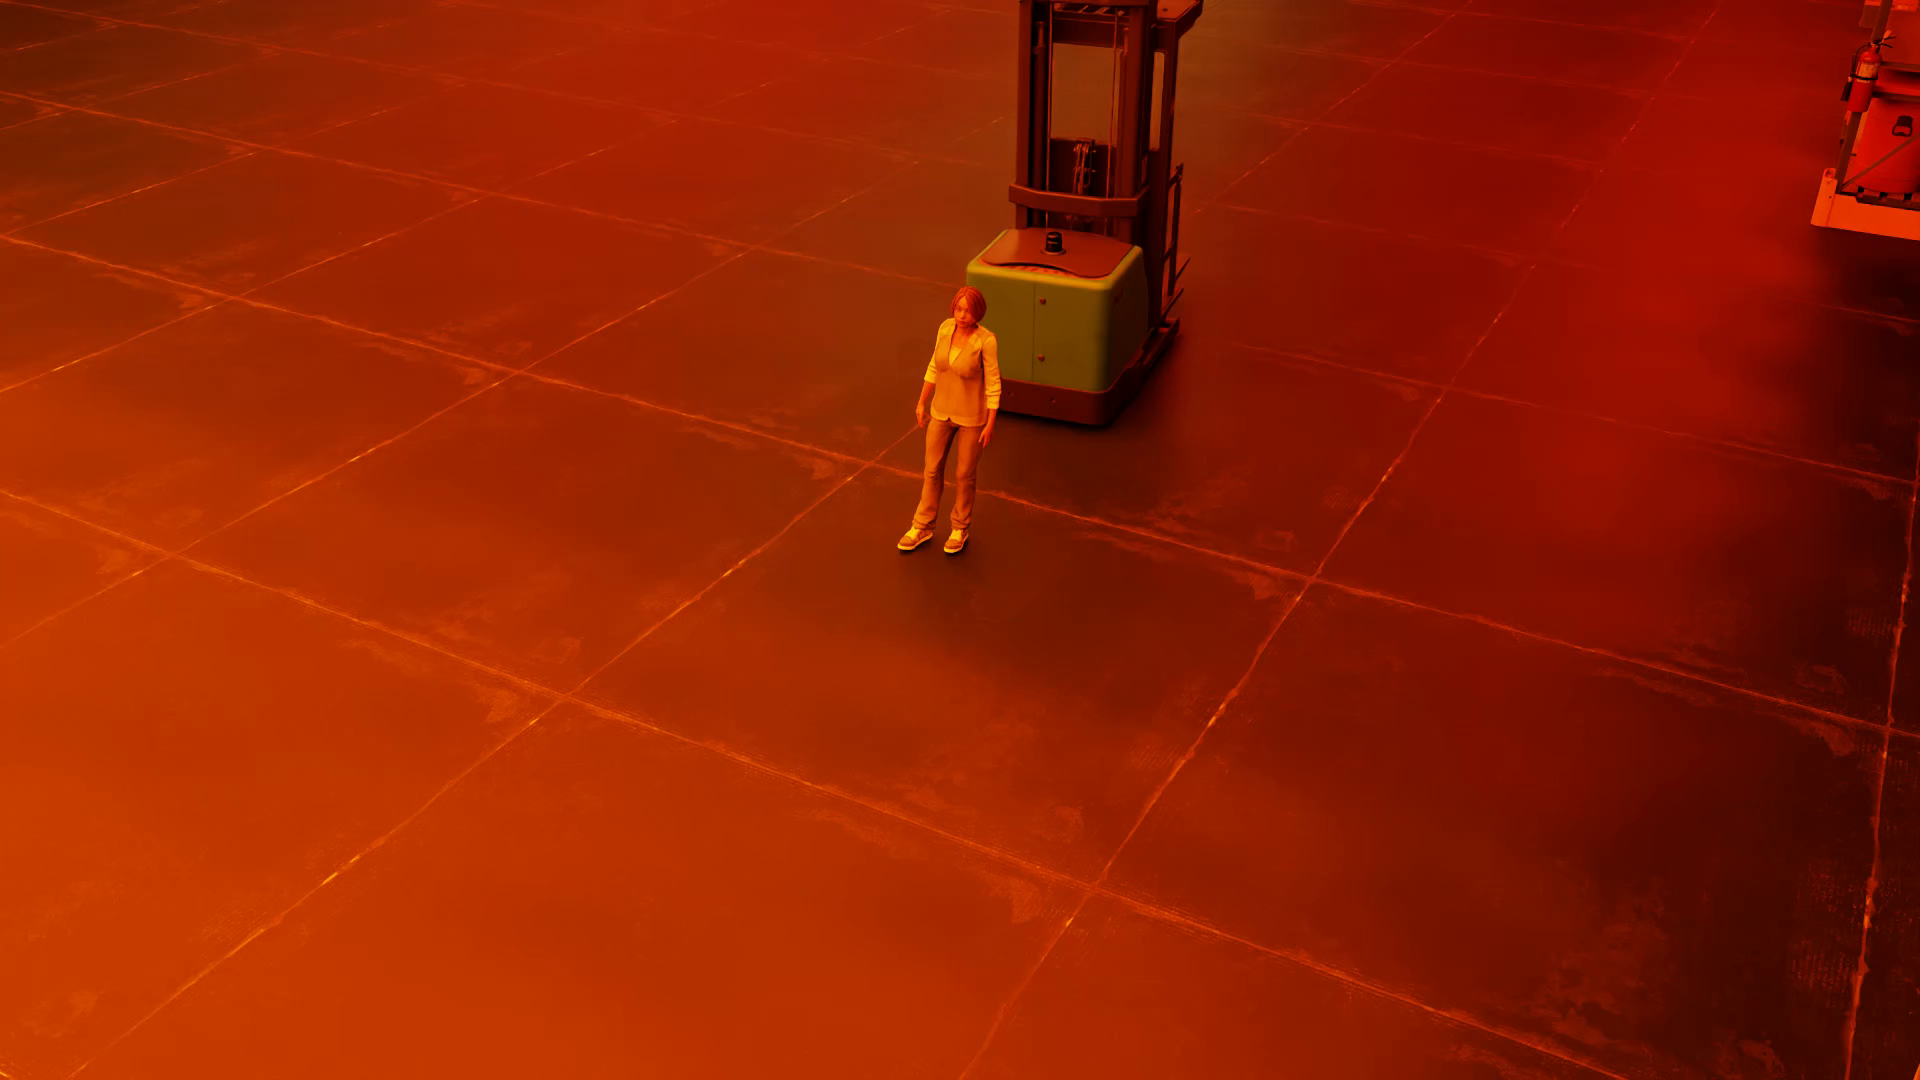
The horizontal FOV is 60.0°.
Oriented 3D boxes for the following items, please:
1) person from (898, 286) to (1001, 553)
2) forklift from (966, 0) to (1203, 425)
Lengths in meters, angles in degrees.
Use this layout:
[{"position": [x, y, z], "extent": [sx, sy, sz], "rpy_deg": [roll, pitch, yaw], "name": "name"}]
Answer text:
[{"position": [-0.049, -0.669, 9.549], "extent": [0.520, 1.599, 0.473], "rpy_deg": [15, 33, 25], "name": "person"}, {"position": [1.026, -2.765, 11.861], "extent": [1.130, 2.935, 3.031], "rpy_deg": [11, 32, 18], "name": "forklift"}]
